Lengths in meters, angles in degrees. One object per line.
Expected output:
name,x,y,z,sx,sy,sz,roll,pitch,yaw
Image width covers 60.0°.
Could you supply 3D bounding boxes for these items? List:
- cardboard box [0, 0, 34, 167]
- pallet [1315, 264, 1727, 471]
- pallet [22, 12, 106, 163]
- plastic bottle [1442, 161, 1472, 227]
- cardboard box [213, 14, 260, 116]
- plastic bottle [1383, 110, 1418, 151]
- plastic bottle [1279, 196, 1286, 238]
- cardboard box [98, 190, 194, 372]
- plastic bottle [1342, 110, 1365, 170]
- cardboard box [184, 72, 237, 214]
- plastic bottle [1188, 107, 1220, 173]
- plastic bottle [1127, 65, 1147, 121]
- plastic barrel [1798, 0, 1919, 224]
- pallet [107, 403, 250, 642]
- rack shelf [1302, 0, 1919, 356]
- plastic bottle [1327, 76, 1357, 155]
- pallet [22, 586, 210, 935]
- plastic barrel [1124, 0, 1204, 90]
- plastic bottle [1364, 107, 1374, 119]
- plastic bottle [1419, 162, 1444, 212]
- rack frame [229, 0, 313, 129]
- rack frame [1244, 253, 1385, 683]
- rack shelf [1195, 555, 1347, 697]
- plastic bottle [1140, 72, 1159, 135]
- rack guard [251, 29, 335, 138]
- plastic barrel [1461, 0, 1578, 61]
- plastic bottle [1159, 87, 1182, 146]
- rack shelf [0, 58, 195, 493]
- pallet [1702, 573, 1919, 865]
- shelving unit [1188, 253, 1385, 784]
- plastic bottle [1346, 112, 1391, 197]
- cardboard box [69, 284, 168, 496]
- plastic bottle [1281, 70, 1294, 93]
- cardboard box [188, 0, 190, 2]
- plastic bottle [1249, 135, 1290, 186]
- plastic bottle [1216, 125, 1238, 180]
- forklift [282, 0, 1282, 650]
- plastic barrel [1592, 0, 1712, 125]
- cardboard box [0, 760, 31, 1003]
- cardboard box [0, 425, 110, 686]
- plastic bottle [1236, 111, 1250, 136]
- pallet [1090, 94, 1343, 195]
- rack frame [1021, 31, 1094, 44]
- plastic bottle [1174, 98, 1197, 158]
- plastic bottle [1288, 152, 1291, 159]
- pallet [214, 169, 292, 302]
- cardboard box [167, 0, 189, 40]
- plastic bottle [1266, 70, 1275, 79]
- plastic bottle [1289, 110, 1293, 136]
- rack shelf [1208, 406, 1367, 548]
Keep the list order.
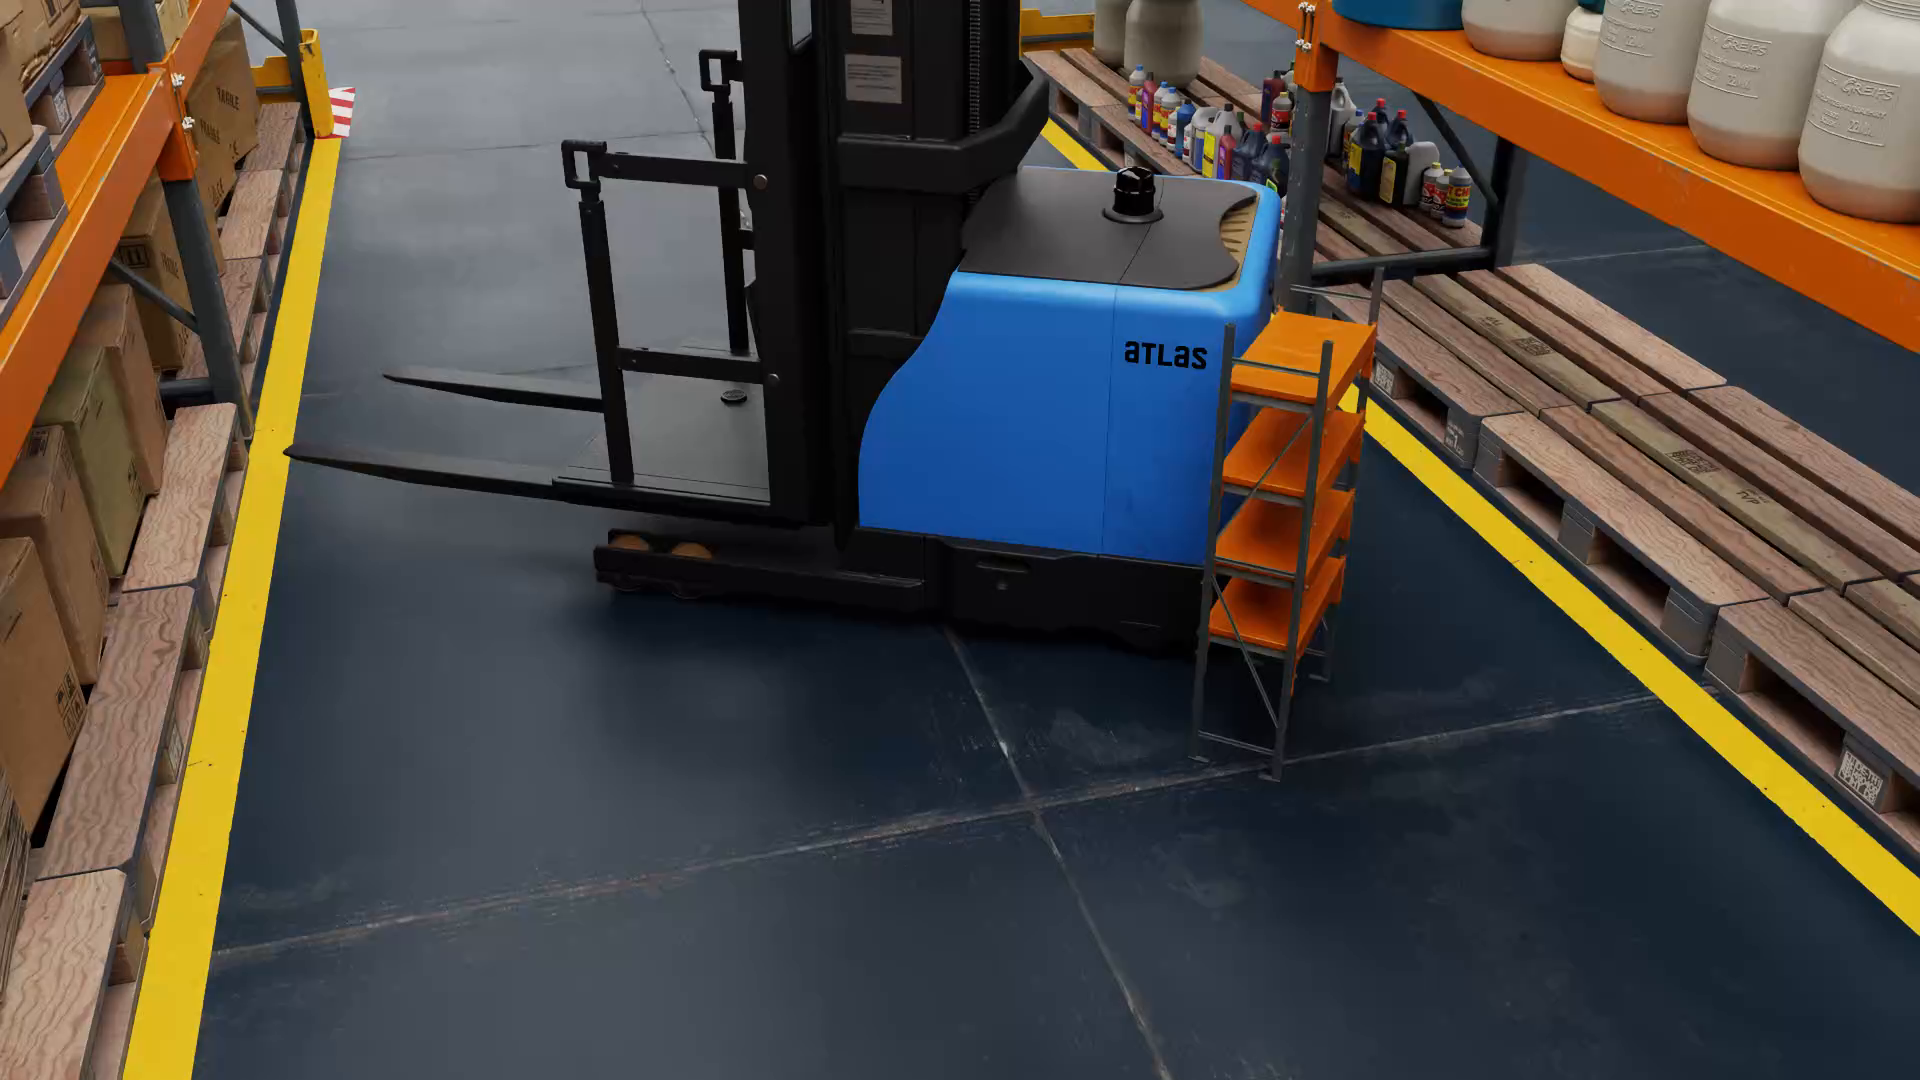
cardboard box,-2.435,-1.005,3.469,0.797,0.503,0.637,-5,30,-8
pallet,2.037,-0.681,6.216,1.003,0.211,1.213,-8,31,-13
pallet,-2.921,-1.132,4.403,1.003,0.211,1.213,-8,31,-13
plastic bottle,2.130,-1.484,7.103,0.097,0.271,0.097,0,30,0
cardboard box,-3.896,-2.331,8.360,0.500,0.500,0.500,-2,30,-4
plastic bottle,1.977,-1.751,7.486,0.144,0.351,0.185,-7,31,-12
plastic bottle,1.395,-1.375,6.985,0.097,0.201,0.097,0,30,0
cardboard box,-3.051,-0.902,5.890,0.500,0.500,0.500,-9,31,-15
plastic bottle,1.852,-1.874,7.777,0.097,0.271,0.097,0,30,0
cardboard box,-3.556,-1.742,7.342,0.500,0.500,0.500,-5,30,-9
plastic bottle,1.167,-1.874,7.773,0.152,0.276,0.135,-7,31,-12
plastic bottle,0.911,-2.286,8.490,0.097,0.271,0.097,0,30,0
plastic barrel,2.262,-1.050,3.959,0.421,0.512,0.421,0,30,0
pallet,-2.776,-0.021,5.075,1.003,0.211,1.213,-8,31,-13
rack shelf,2.322,-0.985,4.675,1.077,0.370,4.000,-8,31,-13
plastic bottle,1.814,-2.047,7.998,0.144,0.351,0.185,-8,31,-14
pallet,-2.448,0.570,4.055,1.003,0.211,1.213,-8,31,-13
plastic barrel,1.111,-2.749,9.069,0.421,0.512,0.421,0,30,0
plastic bottle,1.924,-1.898,7.807,0.061,0.283,0.133,-6,31,-11
plastic bottle,2.076,-1.552,7.291,0.097,0.201,0.097,0,30,0
rack frame,-4.046,-3.535,8.363,1.000,3.000,0.127,-8,31,-13
rack frame,0.906,-0.155,4.320,0.240,1.200,0.015,13,33,22
rack shelf,0.802,0.186,4.262,0.258,0.148,0.480,13,33,22
plastic bottle,0.953,-2.180,8.294,0.061,0.283,0.133,-7,31,-12
rack guard,-4.025,-2.417,8.926,1.175,0.500,0.348,-8,31,-13
plastic barrel,1.834,-1.829,5.281,0.433,0.535,0.433,0,30,0
plastic bottle,1.028,-2.072,8.121,0.097,0.271,0.097,0,30,0
rack shelf,-2.453,-0.326,3.537,1.077,0.370,4.000,-8,31,-13
pallet,2.685,0.498,4.180,1.003,0.211,1.213,-8,31,-13
shelving unit,0.802,-0.044,4.129,0.258,1.200,0.503,13,33,22
plastic bottle,1.838,-1.732,7.453,0.144,0.351,0.185,-8,31,-13
cardboard box,-2.842,-0.412,5.024,0.700,0.500,0.500,-10,32,-17
plastic bottle,1.680,-2.251,8.425,0.152,0.276,0.135,-8,31,-13
cardboard box,-2.973,-1.997,5.957,0.380,0.149,0.250,-8,31,-13
plastic bottle,1.343,-1.579,7.188,0.144,0.351,0.185,-9,31,-15
plastic bottle,1.208,-1.715,7.491,0.061,0.283,0.133,-6,31,-10
forklift,-0.607,-1.341,4.641,3.031,2.935,1.130,7,31,12
plastic barrel,2.029,-1.475,4.669,0.433,0.535,0.433,0,30,0
cardboard box,-2.279,0.633,3.218,0.700,0.500,0.500,-10,32,-17
cardboard box,-2.584,0.091,4.155,0.700,0.500,0.500,-11,32,-18
plastic bottle,1.298,-1.824,7.680,0.061,0.283,0.133,-8,31,-13
pallet,1.326,-1.975,8.452,1.003,0.211,1.213,-8,31,-13
rack frame,0.730,-4.194,9.501,1.000,3.000,0.127,-8,31,-13
plastic bottle,1.082,-1.975,7.951,0.097,0.271,0.097,0,30,0
plastic bottle,1.482,-1.598,7.221,0.144,0.351,0.185,-8,31,-13
pallet,-3.524,-1.306,7.296,1.003,0.211,1.213,-8,31,-13
cardboard box,-2.805,-1.761,5.549,0.380,0.149,0.250,-8,31,-13
plastic bottle,1.640,-2.344,8.660,0.097,0.201,0.097,0,30,0
plastic bottle,1.660,-2.035,8.126,0.097,0.201,0.097,0,30,0
rack shelf,0.802,-0.180,4.051,0.258,0.148,0.480,13,33,22
